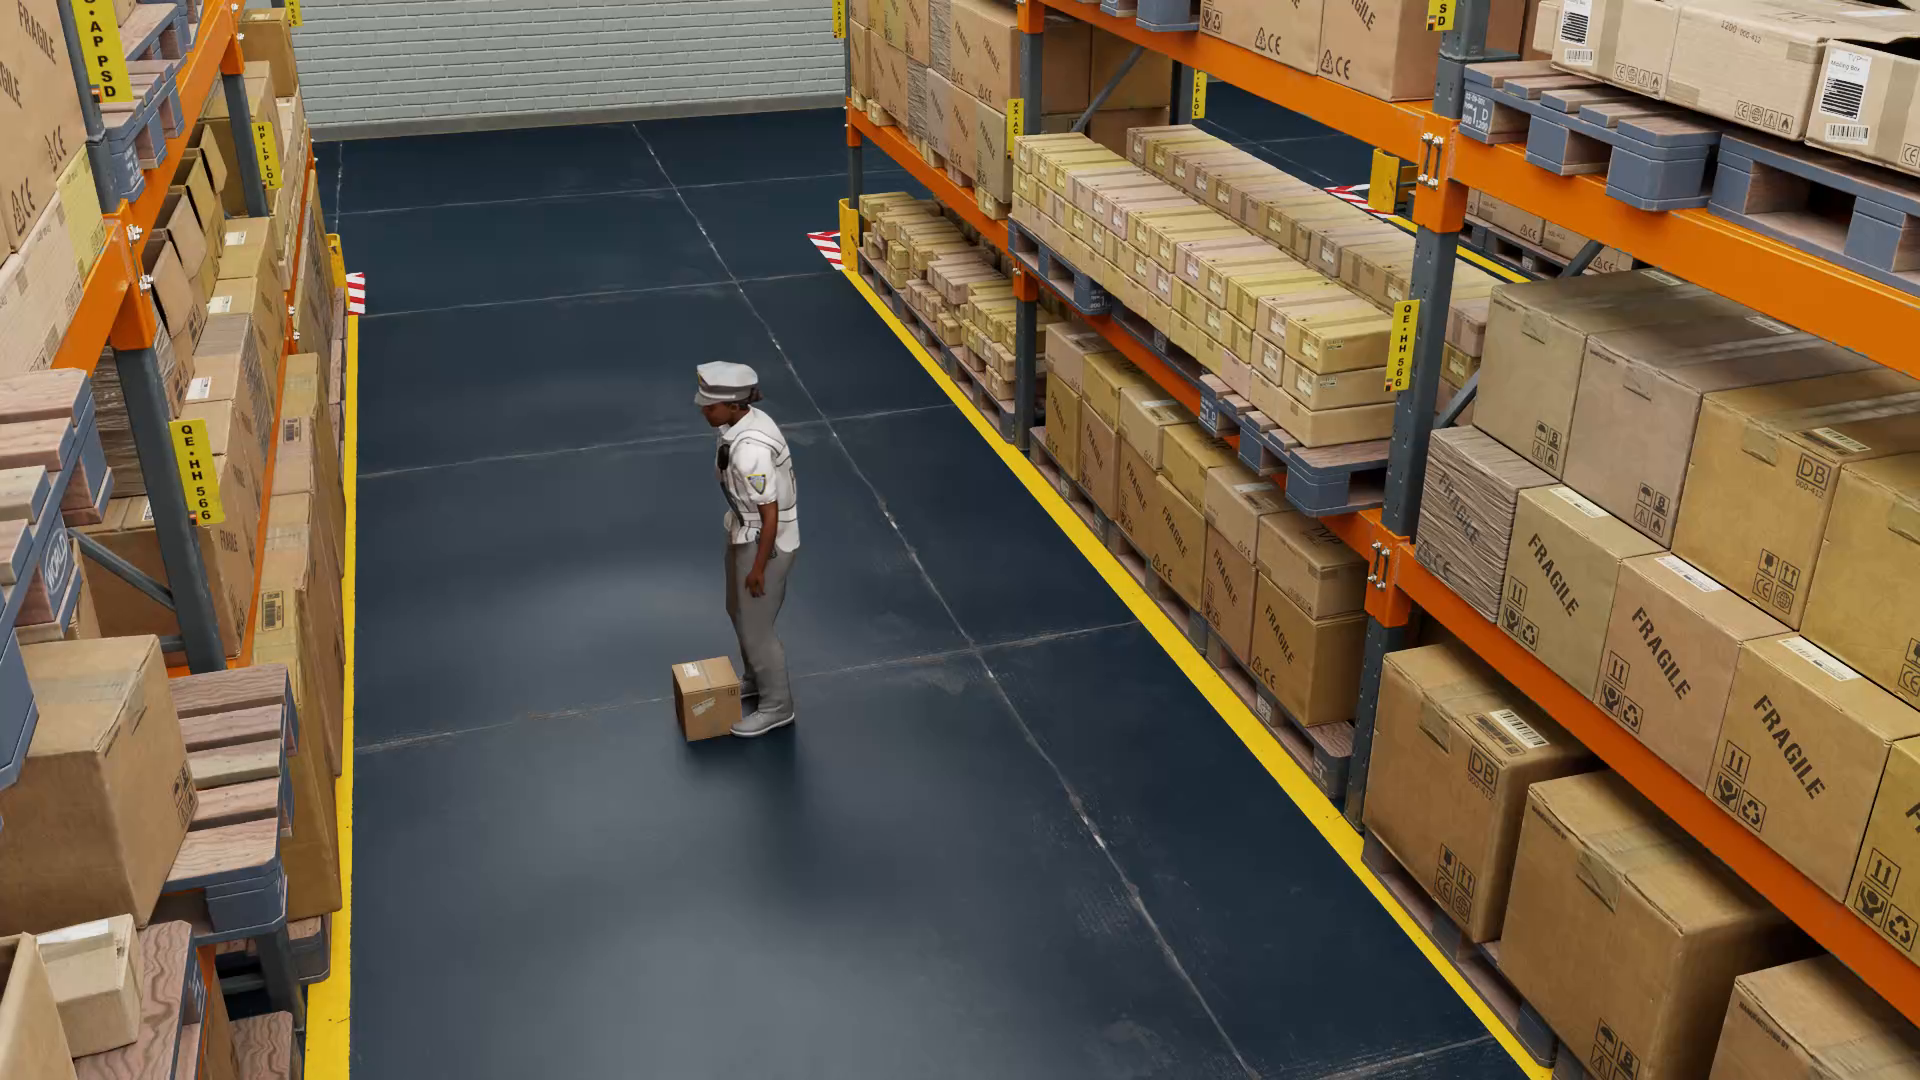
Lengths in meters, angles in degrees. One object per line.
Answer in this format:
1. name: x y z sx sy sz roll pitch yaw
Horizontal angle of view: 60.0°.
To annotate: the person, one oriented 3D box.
1. person: -0.887 0.028 7.062 0.396 1.657 0.503 -9 28 -17
